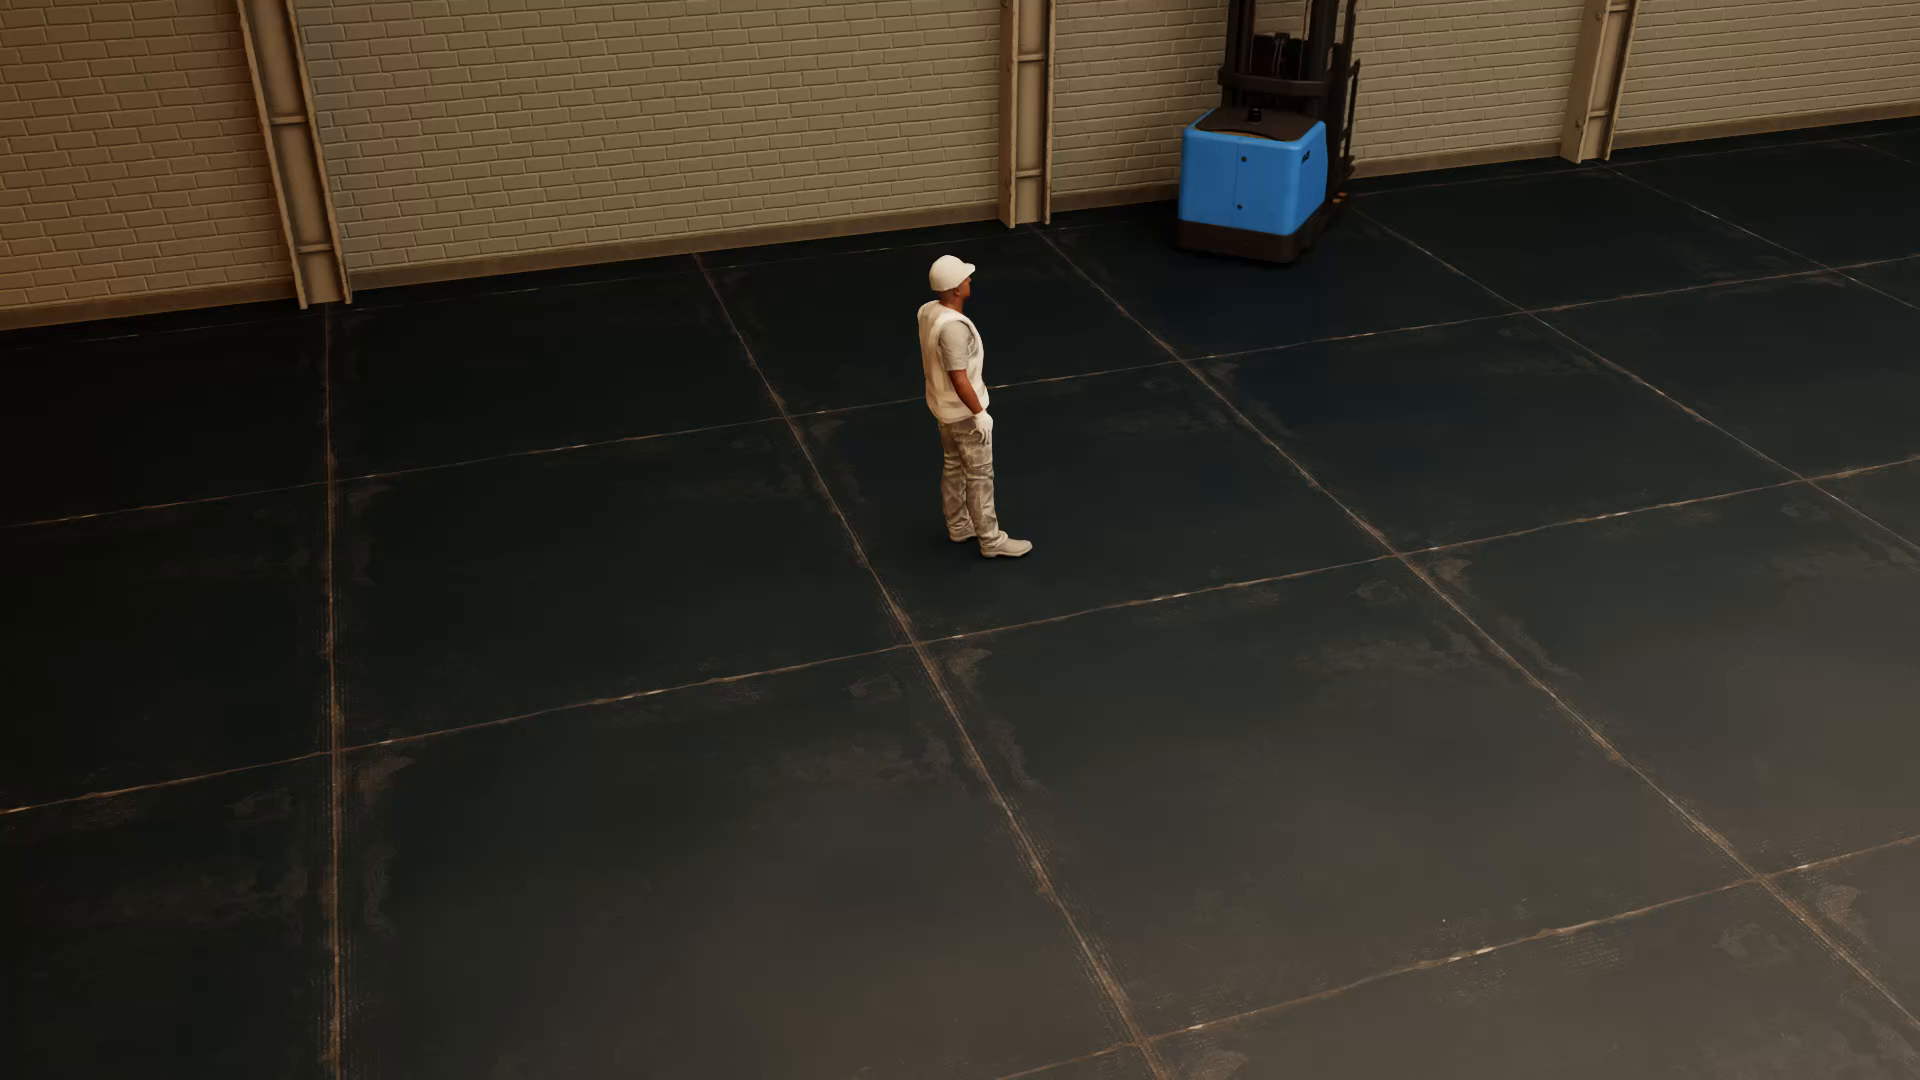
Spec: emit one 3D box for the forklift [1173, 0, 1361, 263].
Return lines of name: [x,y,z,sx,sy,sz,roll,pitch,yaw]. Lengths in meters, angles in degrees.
forklift: [2.938,-4.299,14.558,1.130,2.935,3.031,14,33,22]

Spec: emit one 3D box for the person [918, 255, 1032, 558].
person: [0.071,-0.786,9.590,0.577,1.782,0.656,-10,31,-16]
